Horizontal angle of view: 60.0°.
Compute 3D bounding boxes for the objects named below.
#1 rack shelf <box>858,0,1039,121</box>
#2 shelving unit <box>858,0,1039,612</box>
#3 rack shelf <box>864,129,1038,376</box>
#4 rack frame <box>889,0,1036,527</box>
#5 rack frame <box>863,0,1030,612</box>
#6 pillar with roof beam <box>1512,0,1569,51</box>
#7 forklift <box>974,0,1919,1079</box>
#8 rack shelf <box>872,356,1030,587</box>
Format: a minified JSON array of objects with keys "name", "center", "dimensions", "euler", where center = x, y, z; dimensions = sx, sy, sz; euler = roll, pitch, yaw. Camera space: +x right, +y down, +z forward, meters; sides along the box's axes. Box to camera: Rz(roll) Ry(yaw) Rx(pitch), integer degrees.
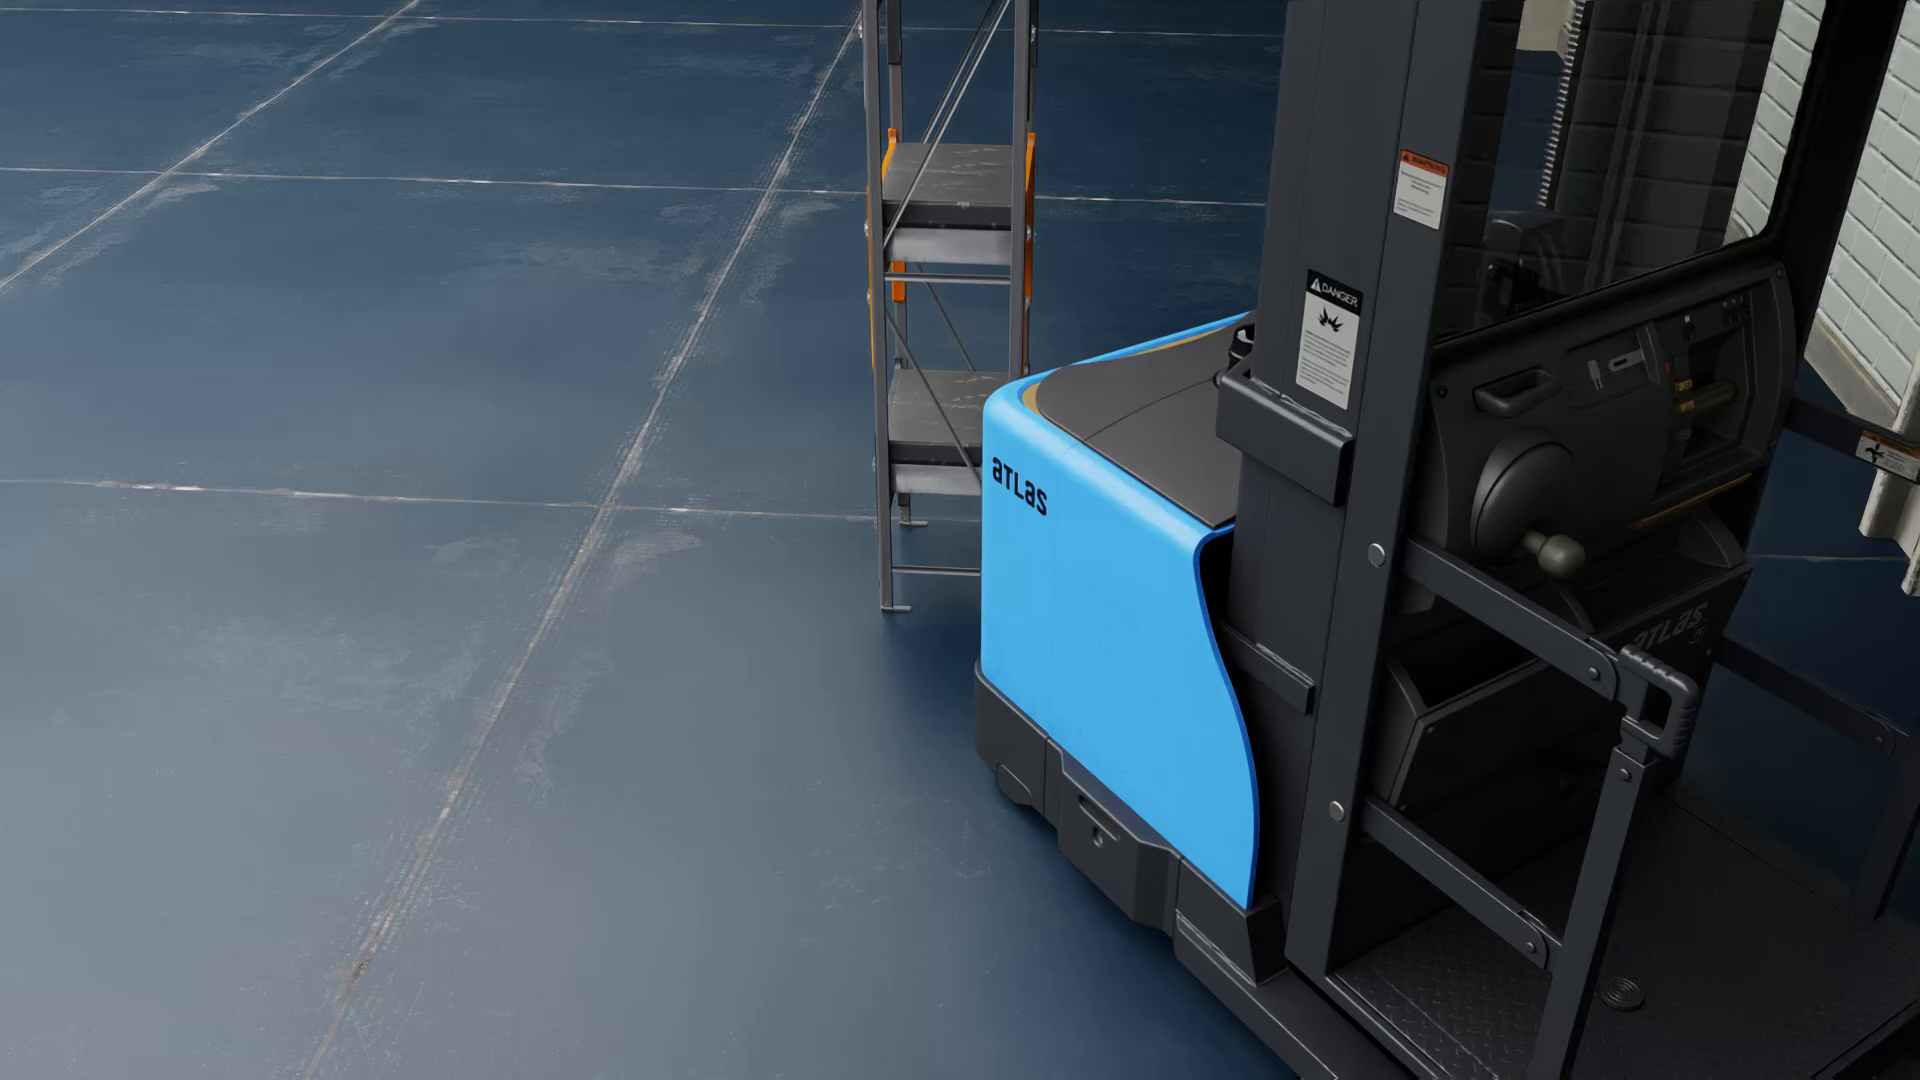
[{"name":"rack shelf","center":[-0.014,-1.392,4.199],"dimensions":[0.431,0.518,0.480],"euler":[2,32,4]},{"name":"shelving unit","center":[-0.013,-0.807,4.559],"dimensions":[0.431,2.100,0.503],"euler":[2,32,4]},{"name":"rack shelf","center":[-0.013,-0.796,4.566],"dimensions":[0.431,0.518,0.480],"euler":[2,32,4]},{"name":"rack frame","center":[0.006,-0.935,4.766],"dimensions":[0.400,2.100,0.015],"euler":[2,32,4]},{"name":"rack frame","center":[-0.033,-0.680,4.352],"dimensions":[0.400,2.100,0.015],"euler":[2,32,4]},{"name":"pillar with roof beam","center":[-0.794,-7.083,8.166],"dimensions":[9.100,9.000,0.400],"euler":[2,32,4]},{"name":"forklift","center":[1.264,-0.169,2.730],"dimensions":[1.130,2.935,3.031],"euler":[-19,36,-28]},{"name":"rack shelf","center":[-0.013,-0.200,4.933],"dimensions":[0.431,0.518,0.480],"euler":[2,32,4]}]
